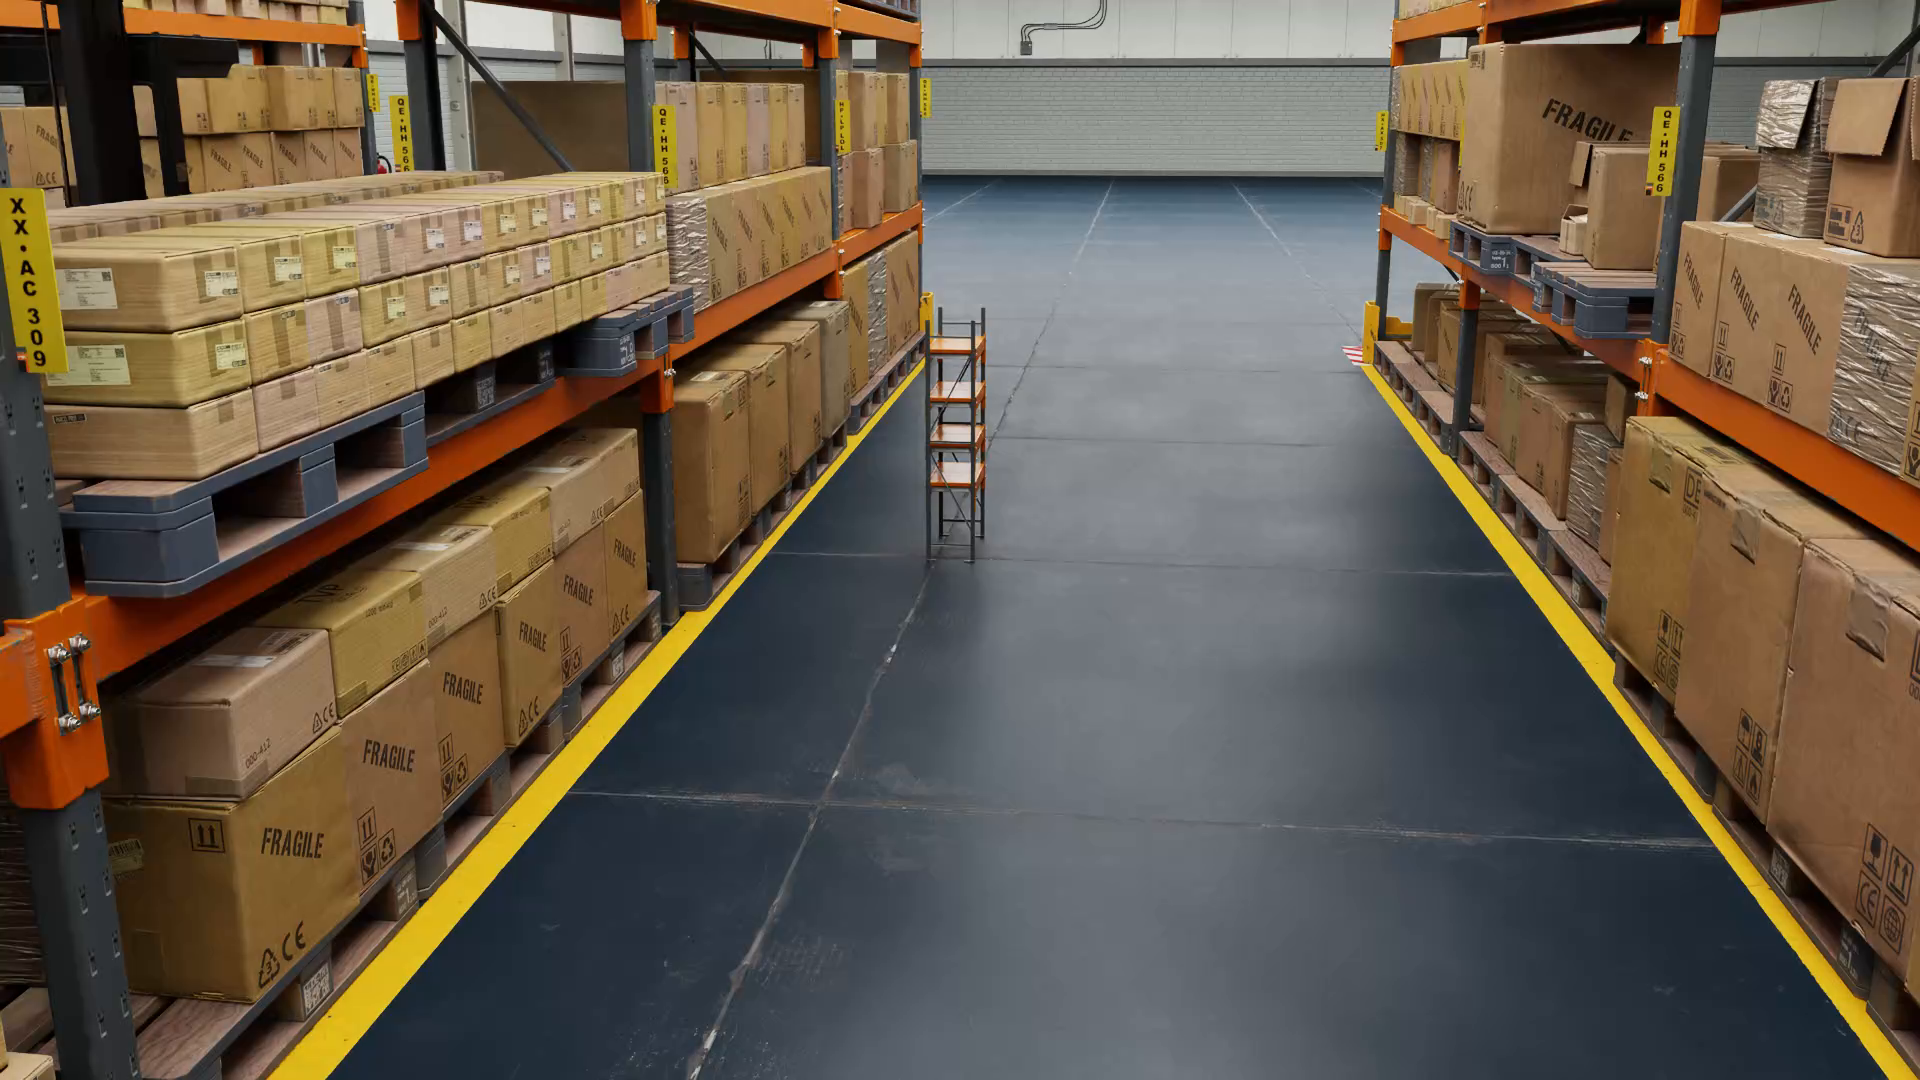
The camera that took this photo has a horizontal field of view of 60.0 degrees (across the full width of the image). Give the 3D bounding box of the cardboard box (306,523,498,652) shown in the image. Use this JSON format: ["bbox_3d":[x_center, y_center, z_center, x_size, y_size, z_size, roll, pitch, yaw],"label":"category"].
[{"bbox_3d":[-1.728,0.133,4.972,0.500,0.250,0.500,2,15,8],"label":"cardboard box"}]

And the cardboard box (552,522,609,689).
[{"bbox_3d":[-1.618,0.225,6.070,0.500,0.500,0.500,2,15,9],"label":"cardboard box"}]

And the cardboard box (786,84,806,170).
[{"bbox_3d":[-1.340,-2.532,10.172,0.700,0.500,0.500,1,15,5],"label":"cardboard box"}]

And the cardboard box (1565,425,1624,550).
[{"bbox_3d":[3.281,-0.244,7.765,0.700,0.500,0.500,0,15,2],"label":"cardboard box"}]

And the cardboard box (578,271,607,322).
[{"bbox_3d":[-1.431,-0.837,5.687,0.380,0.149,0.250,1,15,6],"label":"cardboard box"}]

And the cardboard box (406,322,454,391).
[{"bbox_3d":[-1.576,-0.493,4.415,0.380,0.149,0.250,1,15,4],"label":"cardboard box"}]

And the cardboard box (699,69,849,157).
[{"bbox_3d":[-1.215,-2.818,10.982,0.875,0.550,0.550,2,15,6],"label":"cardboard box"}]

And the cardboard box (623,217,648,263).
[{"bbox_3d":[-1.373,-1.107,6.115,0.380,0.149,0.250,2,15,8],"label":"cardboard box"}]

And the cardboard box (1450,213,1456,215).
[{"bbox_3d":[3.561,-2.157,11.375,0.380,0.149,0.250,2,15,6],"label":"cardboard box"}]

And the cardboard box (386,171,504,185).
[{"bbox_3d":[-1.987,-1.346,6.429,0.380,0.149,0.250,2,15,6],"label":"cardboard box"}]

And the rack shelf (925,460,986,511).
[{"bbox_3d":[-0.019,-0.280,8.416,0.258,0.148,0.480,2,15,6],"label":"rack shelf"}]

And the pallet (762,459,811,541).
[{"bbox_3d":[-1.438,-0.264,9.234,1.003,0.211,1.213,2,15,6],"label":"pallet"}]

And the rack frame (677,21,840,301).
[{"bbox_3d":[-1.290,-2.130,10.792,1.000,3.000,0.127,2,15,6],"label":"rack frame"}]

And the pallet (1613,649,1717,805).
[{"bbox_3d":[3.011,0.628,5.934,1.003,0.211,1.213,2,15,6],"label":"pallet"}]

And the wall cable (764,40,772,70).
[{"bbox_3d":[-6.644,-13.181,46.117,3.097,2.526,0.112,2,15,6],"label":"wall cable"}]

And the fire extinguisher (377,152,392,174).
[{"bbox_3d":[-5.298,-3.266,15.141,0.296,0.674,0.183,2,15,6],"label":"fire extinguisher"}]

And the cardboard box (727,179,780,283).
[{"bbox_3d":[-1.252,-1.641,8.793,0.500,0.500,0.500,2,15,6],"label":"cardboard box"}]

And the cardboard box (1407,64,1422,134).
[{"bbox_3d":[3.627,-3.276,12.353,0.500,0.500,0.500,2,15,6],"label":"cardboard box"}]

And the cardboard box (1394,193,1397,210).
[{"bbox_3d":[3.809,-2.807,13.777,0.380,0.149,0.250,2,15,6],"label":"cardboard box"}]

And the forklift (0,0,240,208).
[{"bbox_3d":[-3.991,-1.280,7.779,1.130,2.935,3.031,1,15,2],"label":"forklift"}]

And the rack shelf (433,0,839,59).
[{"bbox_3d":[-1.516,-2.712,8.576,1.077,0.370,4.000,2,15,6],"label":"rack shelf"}]

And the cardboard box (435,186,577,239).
[{"bbox_3d":[-1.461,-1.056,5.357,0.380,0.149,0.250,2,15,6],"label":"cardboard box"}]

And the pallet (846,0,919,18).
[{"bbox_3d":[-0.912,-4.380,13.536,1.003,0.211,1.213,2,15,6],"label":"pallet"}]

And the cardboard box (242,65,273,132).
[{"bbox_3d":[-5.824,-3.431,12.926,0.700,0.500,0.500,2,15,6],"label":"cardboard box"}]

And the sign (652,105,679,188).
[{"bbox_3d":[-1.201,-1.600,6.764,0.100,0.325,0.005,2,15,6],"label":"sign"}]

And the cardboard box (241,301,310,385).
[{"bbox_3d":[-1.664,-0.436,3.634,0.380,0.149,0.250,1,15,5],"label":"cardboard box"}]

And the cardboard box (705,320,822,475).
[{"bbox_3d":[-1.384,-0.833,9.501,1.050,0.750,0.750,2,15,6],"label":"cardboard box"}]

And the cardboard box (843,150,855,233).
[{"bbox_3d":[-1.221,-2.442,11.658,0.875,0.550,0.550,2,15,6],"label":"cardboard box"}]

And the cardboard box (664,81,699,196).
[{"bbox_3d":[-1.625,-1.871,7.727,0.700,0.500,0.500,1,15,5],"label":"cardboard box"}]

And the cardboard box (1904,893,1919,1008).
[{"bbox_3d":[2.776,0.774,3.320,1.225,0.875,0.875,2,15,6],"label":"cardboard box"}]

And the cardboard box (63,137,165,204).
[{"bbox_3d":[-5.894,-2.547,11.574,0.500,0.500,0.500,2,15,6],"label":"cardboard box"}]

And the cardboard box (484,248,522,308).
[{"bbox_3d":[-1.517,-0.774,4.886,0.380,0.149,0.250,1,15,5],"label":"cardboard box"}]

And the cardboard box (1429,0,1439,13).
[{"bbox_3d":[3.601,-3.856,11.716,0.500,0.250,0.500,2,15,8],"label":"cardboard box"}]

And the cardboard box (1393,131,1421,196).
[{"bbox_3d":[3.989,-3.045,13.415,0.875,0.500,0.500,2,15,6],"label":"cardboard box"}]

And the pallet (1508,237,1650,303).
[{"bbox_3d":[3.358,-1.342,8.246,1.003,0.211,1.213,2,15,6],"label":"pallet"}]

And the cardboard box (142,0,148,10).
[{"bbox_3d":[-5.938,-3.784,11.643,0.380,0.149,0.250,2,15,6],"label":"cardboard box"}]

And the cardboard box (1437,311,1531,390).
[{"bbox_3d":[3.761,-1.368,11.960,0.500,0.500,0.500,0,15,1],"label":"cardboard box"}]

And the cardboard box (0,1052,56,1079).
[{"bbox_3d":[-1.913,1.066,3.060,0.380,0.149,0.250,2,15,7],"label":"cardboard box"}]

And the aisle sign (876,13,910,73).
[{"bbox_3d":[-0.533,-4.432,14.325,0.394,0.787,0.004,2,15,6],"label":"aisle sign"}]

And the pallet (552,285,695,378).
[{"bbox_3d":[-1.716,-0.812,6.285,1.213,0.211,1.003,2,15,6],"label":"pallet"}]

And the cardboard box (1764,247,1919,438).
[{"bbox_3d":[2.740,-0.583,4.882,0.500,0.500,0.500,1,15,5],"label":"cardboard box"}]

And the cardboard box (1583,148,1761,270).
[{"bbox_3d":[3.160,-1.460,7.319,0.700,0.500,0.500,4,16,15],"label":"cardboard box"}]

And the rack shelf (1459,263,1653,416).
[{"bbox_3d":[3.401,-1.092,8.330,1.077,0.370,4.000,2,15,6],"label":"rack shelf"}]

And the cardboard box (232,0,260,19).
[{"bbox_3d":[-5.660,-4.113,12.861,0.380,0.149,0.250,2,15,6],"label":"cardboard box"}]

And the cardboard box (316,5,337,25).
[{"bbox_3d":[-5.527,-4.447,14.097,0.380,0.149,0.250,2,15,7],"label":"cardboard box"}]

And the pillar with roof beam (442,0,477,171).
[{"bbox_3d":[-5.367,-10.716,31.051,9.100,9.000,0.400,2,15,6],"label":"pillar with roof beam"}]

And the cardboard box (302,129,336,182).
[{"bbox_3d":[-5.617,-3.200,13.989,0.500,0.500,0.500,2,15,6],"label":"cardboard box"}]

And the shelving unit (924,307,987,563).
[{"bbox_3d":[-0.019,-0.536,8.347,0.258,1.200,0.503,2,15,6],"label":"shelving unit"}]

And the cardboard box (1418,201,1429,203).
[{"bbox_3d":[3.674,-2.482,12.577,0.380,0.149,0.250,2,15,6],"label":"cardboard box"}]

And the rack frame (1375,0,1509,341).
[{"bbox_3d":[4.078,-2.995,13.991,1.000,3.000,0.127,2,15,6],"label":"rack frame"}]

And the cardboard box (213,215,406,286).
[{"bbox_3d":[-1.604,-0.716,4.100,0.380,0.149,0.250,1,15,6],"label":"cardboard box"}]

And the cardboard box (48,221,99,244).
[{"bbox_3d":[-2.281,-0.670,3.931,0.380,0.149,0.250,1,15,4],"label":"cardboard box"}]

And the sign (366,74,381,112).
[{"bbox_3d":[-5.220,-3.977,14.799,0.100,0.325,0.005,2,15,6],"label":"sign"}]

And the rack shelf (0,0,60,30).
[{"bbox_3d":[-6.446,-2.831,9.018,1.077,0.370,4.000,2,15,6],"label":"rack shelf"}]

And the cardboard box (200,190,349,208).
[{"bbox_3d":[-2.133,-1.006,5.173,0.380,0.149,0.250,2,15,8],"label":"cardboard box"}]

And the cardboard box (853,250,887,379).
[{"bbox_3d":[-1.052,-1.702,12.475,0.875,0.875,0.875,2,15,7],"label":"cardboard box"}]

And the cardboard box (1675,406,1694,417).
[{"bbox_3d":[3.221,-0.462,7.135,0.500,0.250,0.500,2,15,9],"label":"cardboard box"}]
